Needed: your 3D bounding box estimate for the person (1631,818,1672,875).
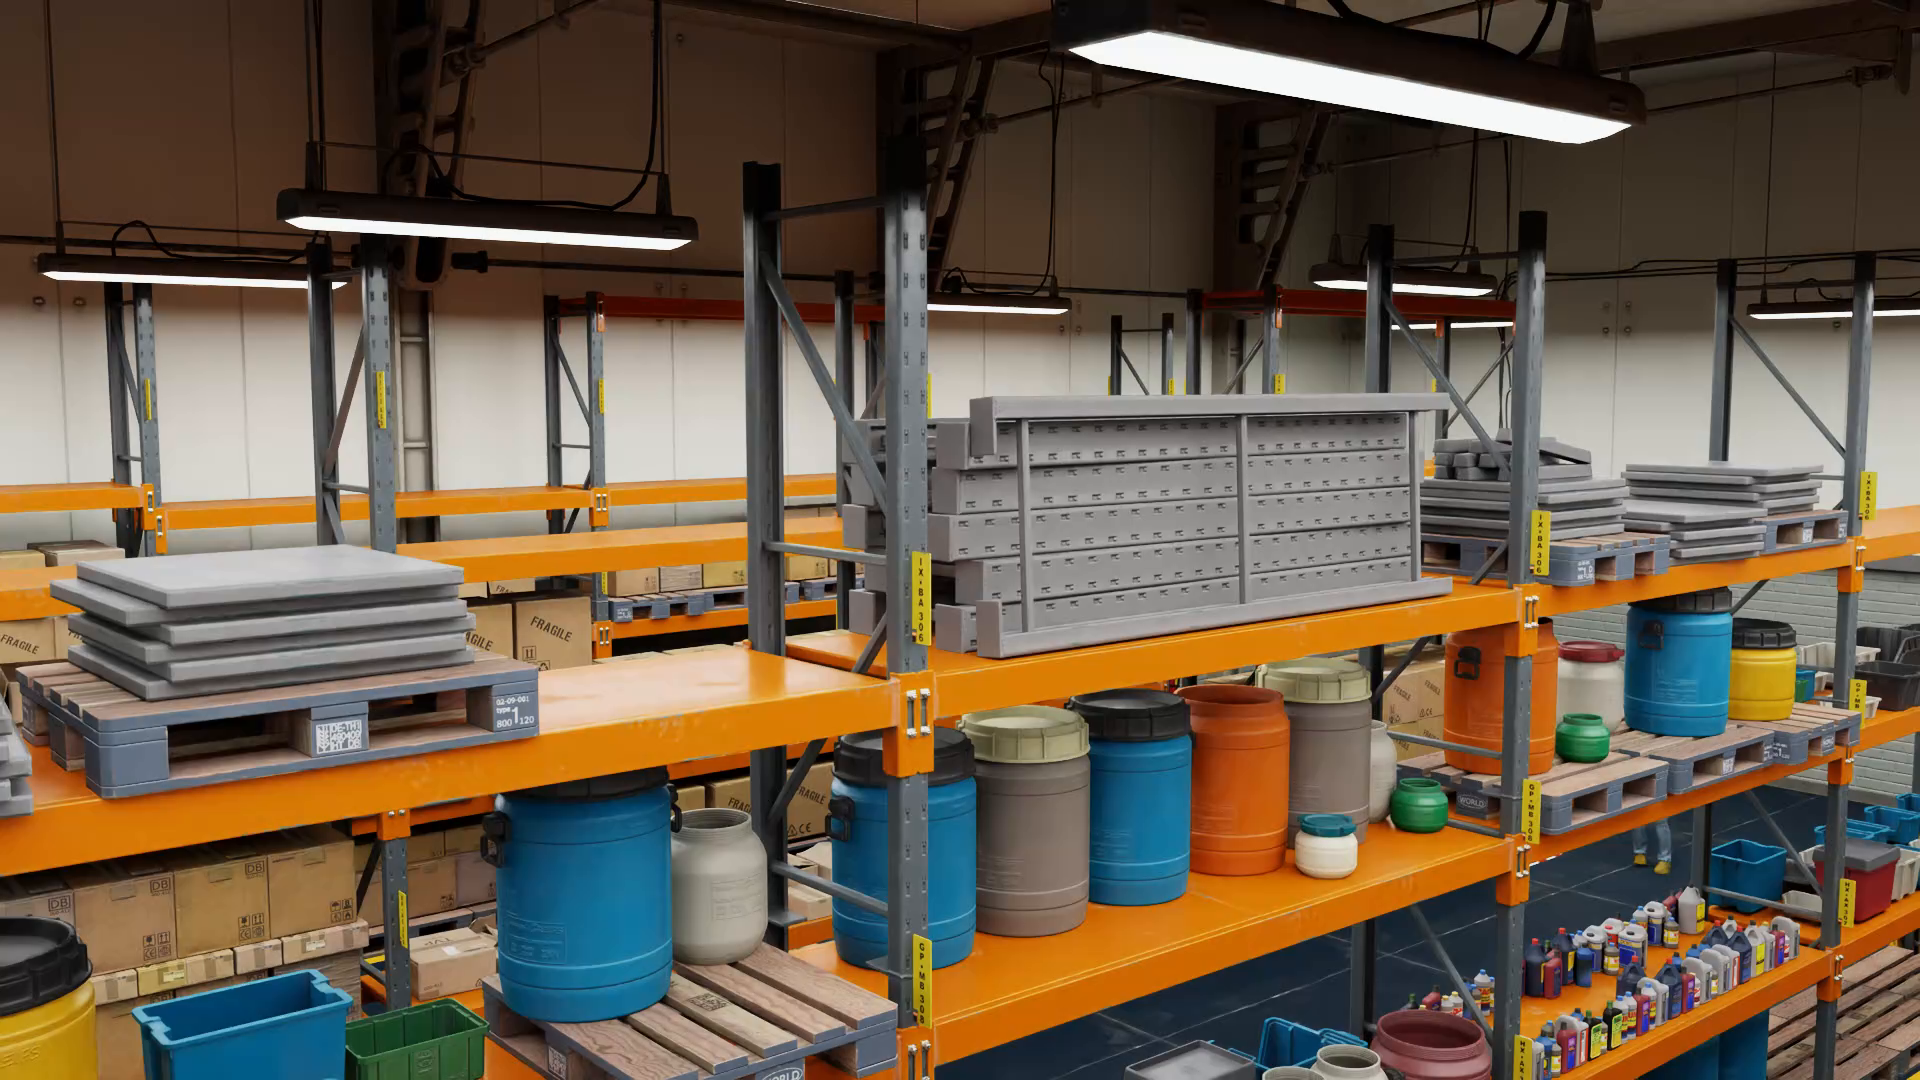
[{"bbox_3d":[7.285,2.596,17.666,0.425,1.780,0.634,-5,7,-42],"label":"person"}]
